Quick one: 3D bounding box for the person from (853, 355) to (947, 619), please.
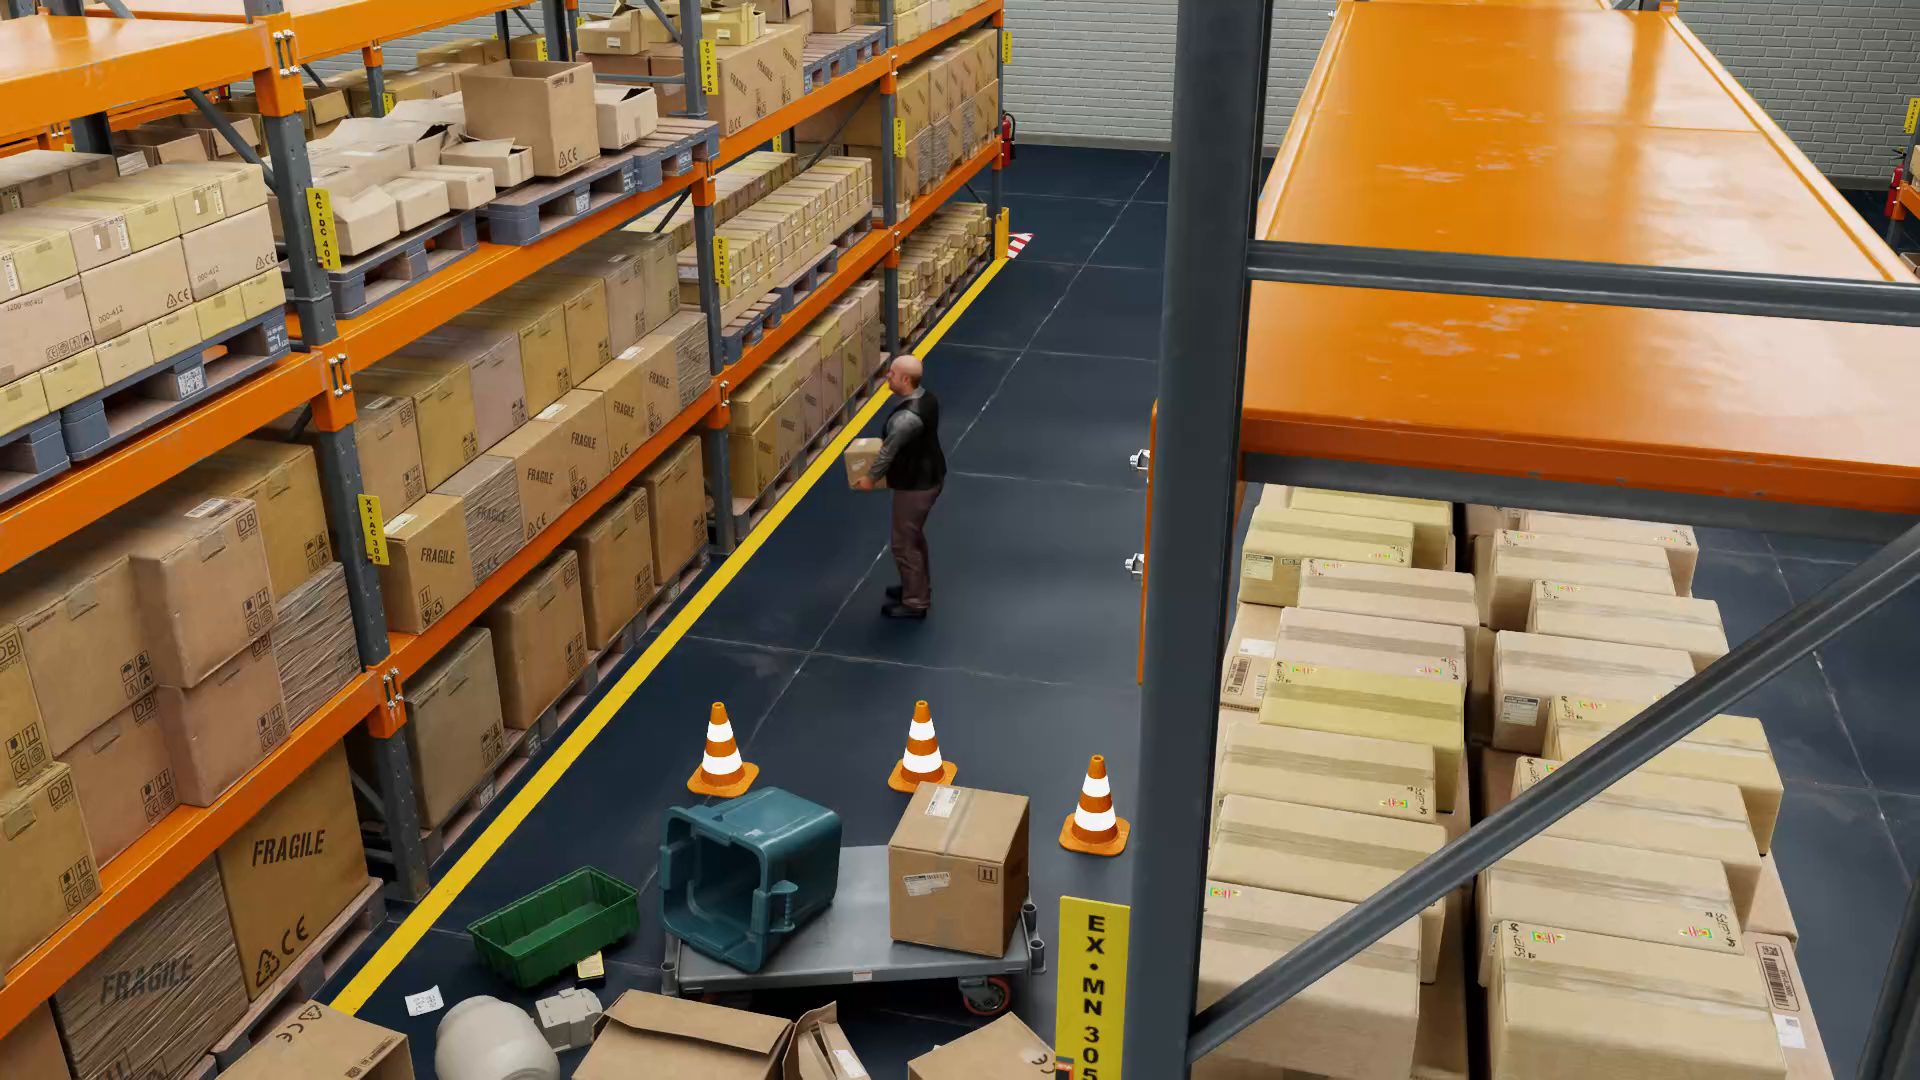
[{"bbox_3d":[-0.376,-0.347,10.489,0.558,1.720,0.494,6,26,12],"label":"person"}]
